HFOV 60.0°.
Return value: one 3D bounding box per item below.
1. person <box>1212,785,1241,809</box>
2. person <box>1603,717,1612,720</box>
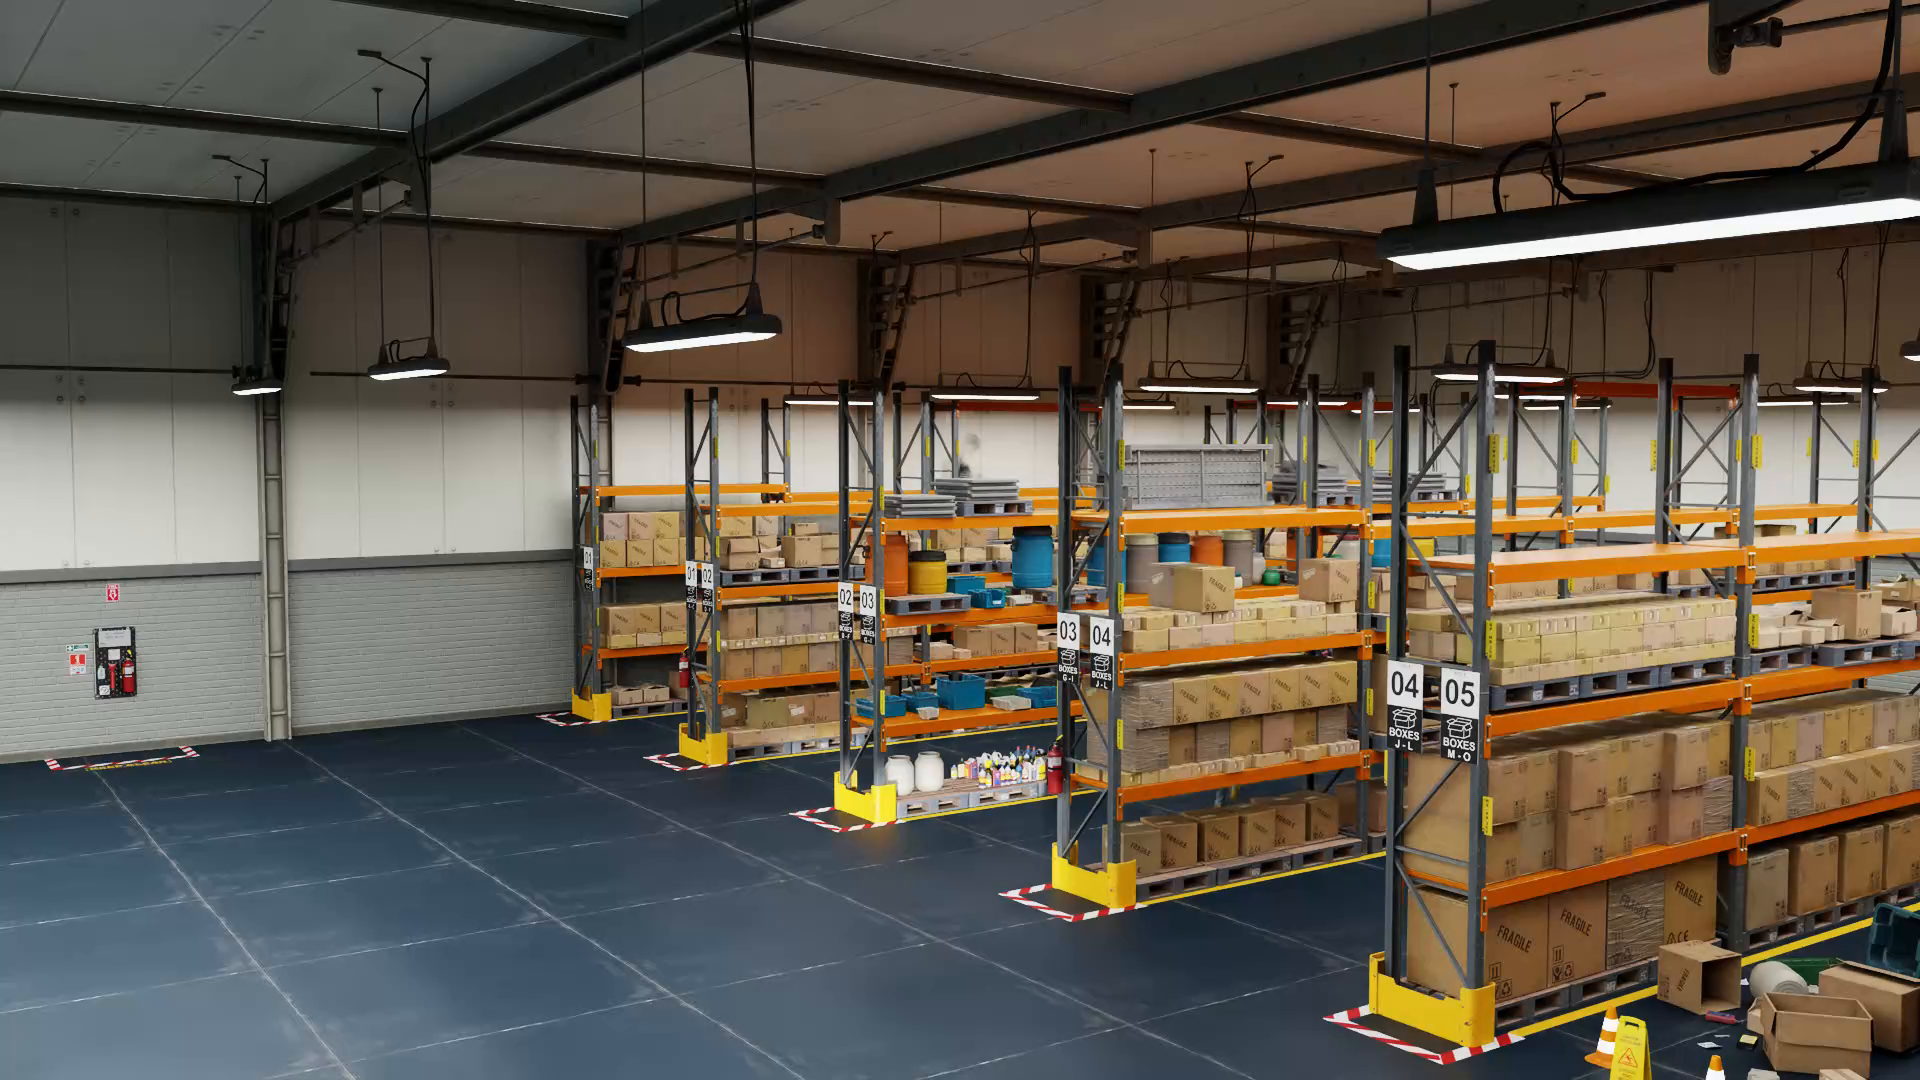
[{"bbox_3d":[3.719,2.892,23.227,0.707,1.756,0.883,3,5,44],"label":"person"},{"bbox_3d":[8.372,3.081,21.339,0.724,1.638,0.530,-3,4,-38],"label":"person"}]
